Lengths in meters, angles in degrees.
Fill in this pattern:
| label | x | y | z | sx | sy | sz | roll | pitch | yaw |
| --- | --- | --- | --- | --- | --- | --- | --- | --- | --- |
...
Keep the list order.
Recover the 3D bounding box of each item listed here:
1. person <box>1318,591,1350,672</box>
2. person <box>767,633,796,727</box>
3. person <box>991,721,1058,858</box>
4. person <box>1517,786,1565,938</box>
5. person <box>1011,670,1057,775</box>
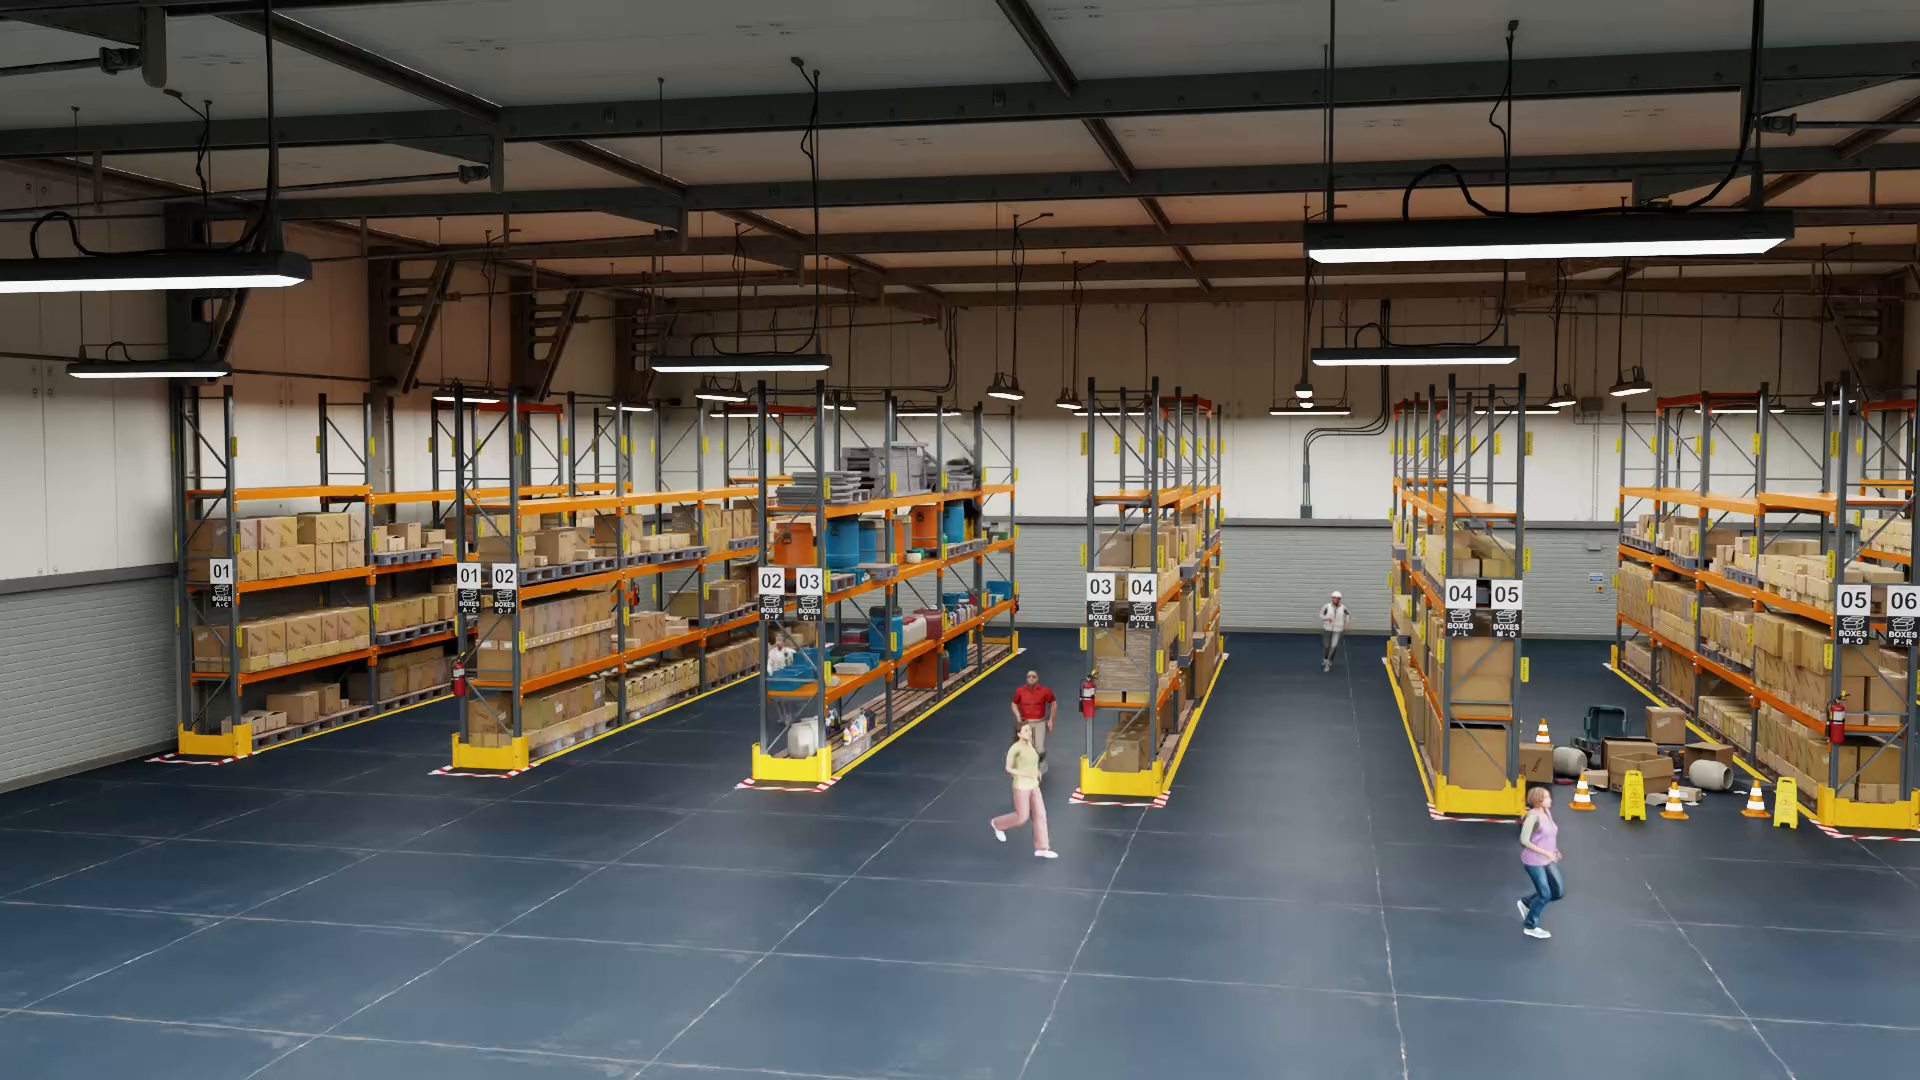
| label | x | y | z | sx | sy | sz | roll | pitch | yaw |
| --- | --- | --- | --- | --- | --- | --- | --- | --- | --- |
| person | 8.383 | 2.042 | 37.283 | 0.689 | 1.808 | 0.835 | 1 | 3 | 17 |
| person | -3.187 | 2.505 | 29.741 | 0.643 | 1.708 | 0.660 | 1 | 3 | 14 |
| person | 0.806 | 3.032 | 20.381 | 0.970 | 1.633 | 0.592 | 3 | 4 | 42 |
| person | 5.895 | 3.275 | 16.916 | 0.512 | 1.554 | 0.530 | -3 | 4 | -44 |
| person | 1.088 | 2.776 | 24.851 | 0.679 | 1.677 | 0.587 | 1 | 3 | 12 |
